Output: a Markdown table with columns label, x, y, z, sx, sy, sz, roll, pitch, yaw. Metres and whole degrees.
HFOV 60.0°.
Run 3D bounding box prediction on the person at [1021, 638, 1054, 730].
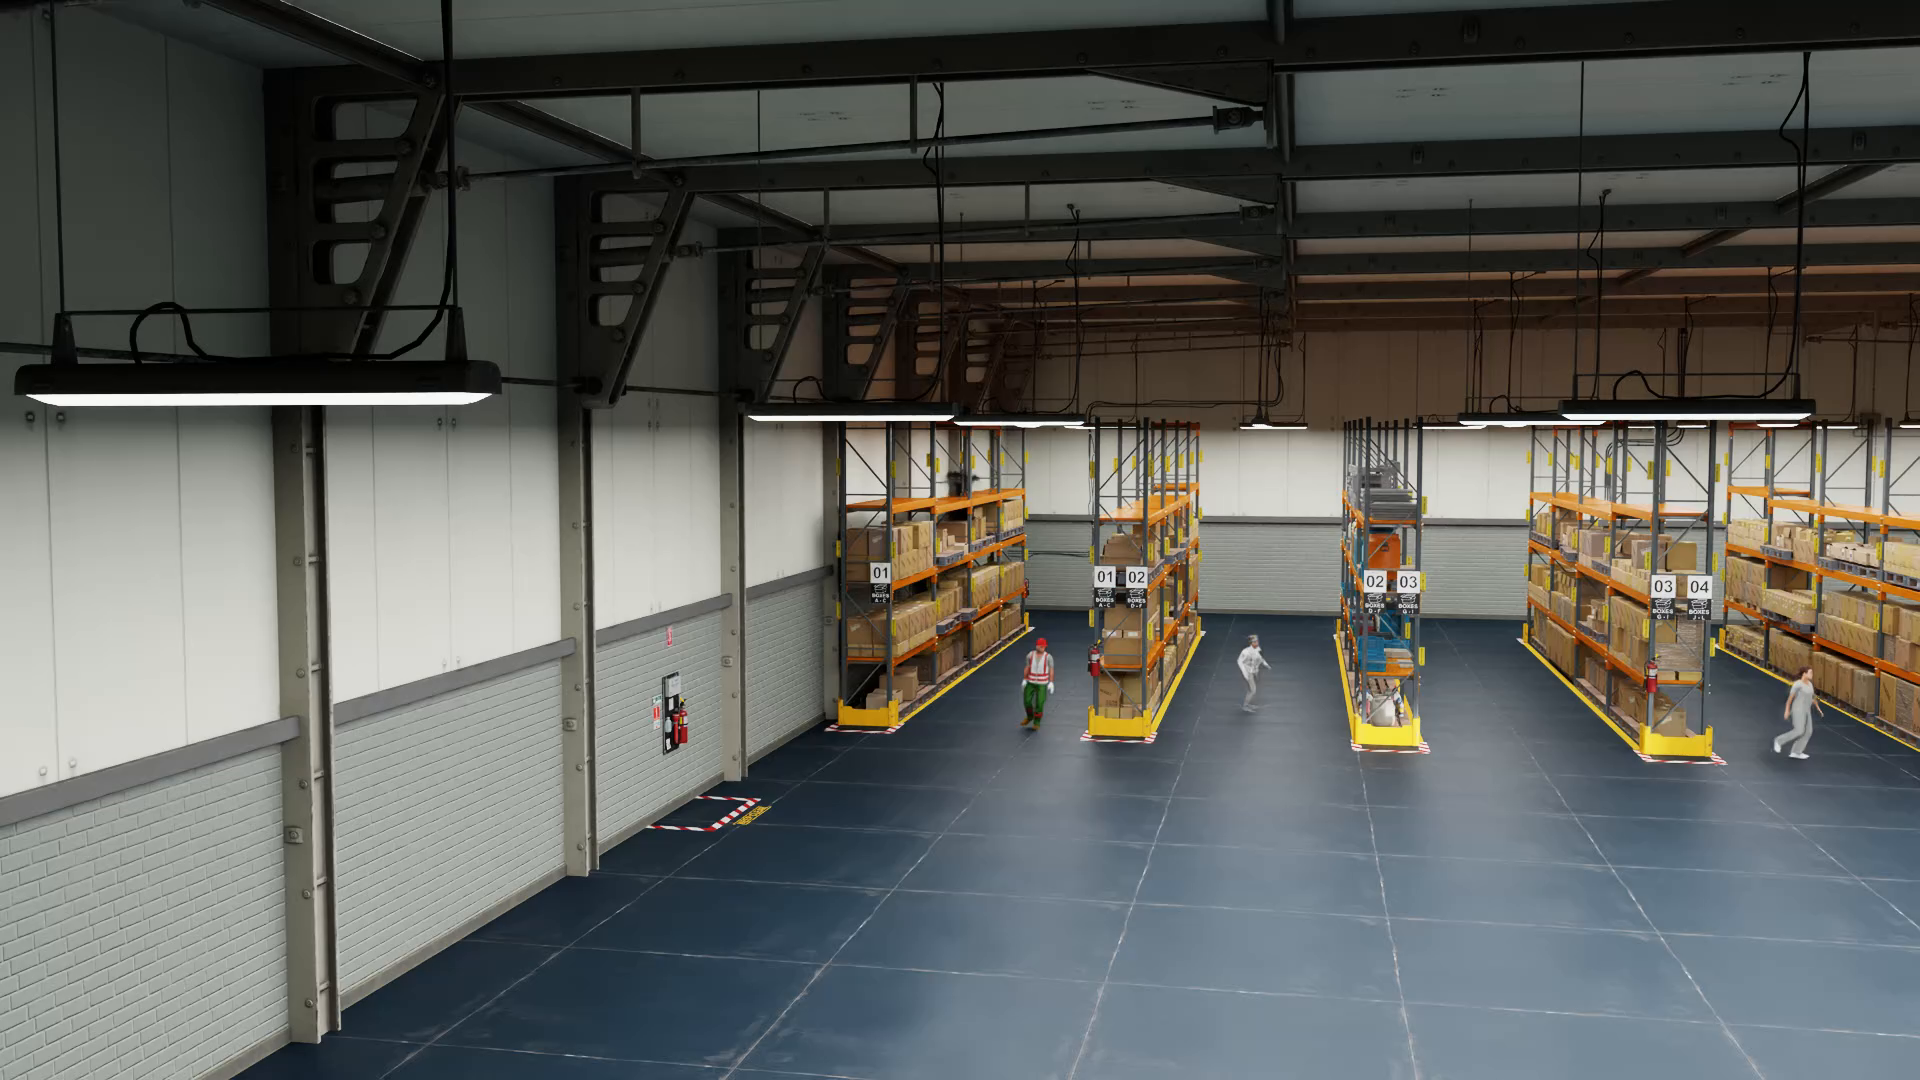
| label | x | y | z | sx | sy | sz | roll | pitch | yaw |
| --- | --- | --- | --- | --- | --- | --- | --- | --- | --- |
| person | 1.478 | 2.745 | 31.883 | 0.672 | 1.765 | 0.486 | 1 | 4 | 11 |

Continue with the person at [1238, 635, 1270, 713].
| label | x | y | z | sx | sy | sz | roll | pitch | yaw |
| --- | --- | --- | --- | --- | --- | --- | --- | --- | --- |
| person | 5.998 | 2.731 | 34.067 | 0.655 | 1.619 | 0.746 | -3 | 5 | -42 |

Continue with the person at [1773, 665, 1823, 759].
| label | x | y | z | sx | sy | sz | roll | pitch | yaw |
| --- | --- | --- | --- | --- | --- | --- | --- | --- | --- |
| person | 14.696 | 3.008 | 29.191 | 0.613 | 1.639 | 0.660 | -2 | 4 | -34 |
